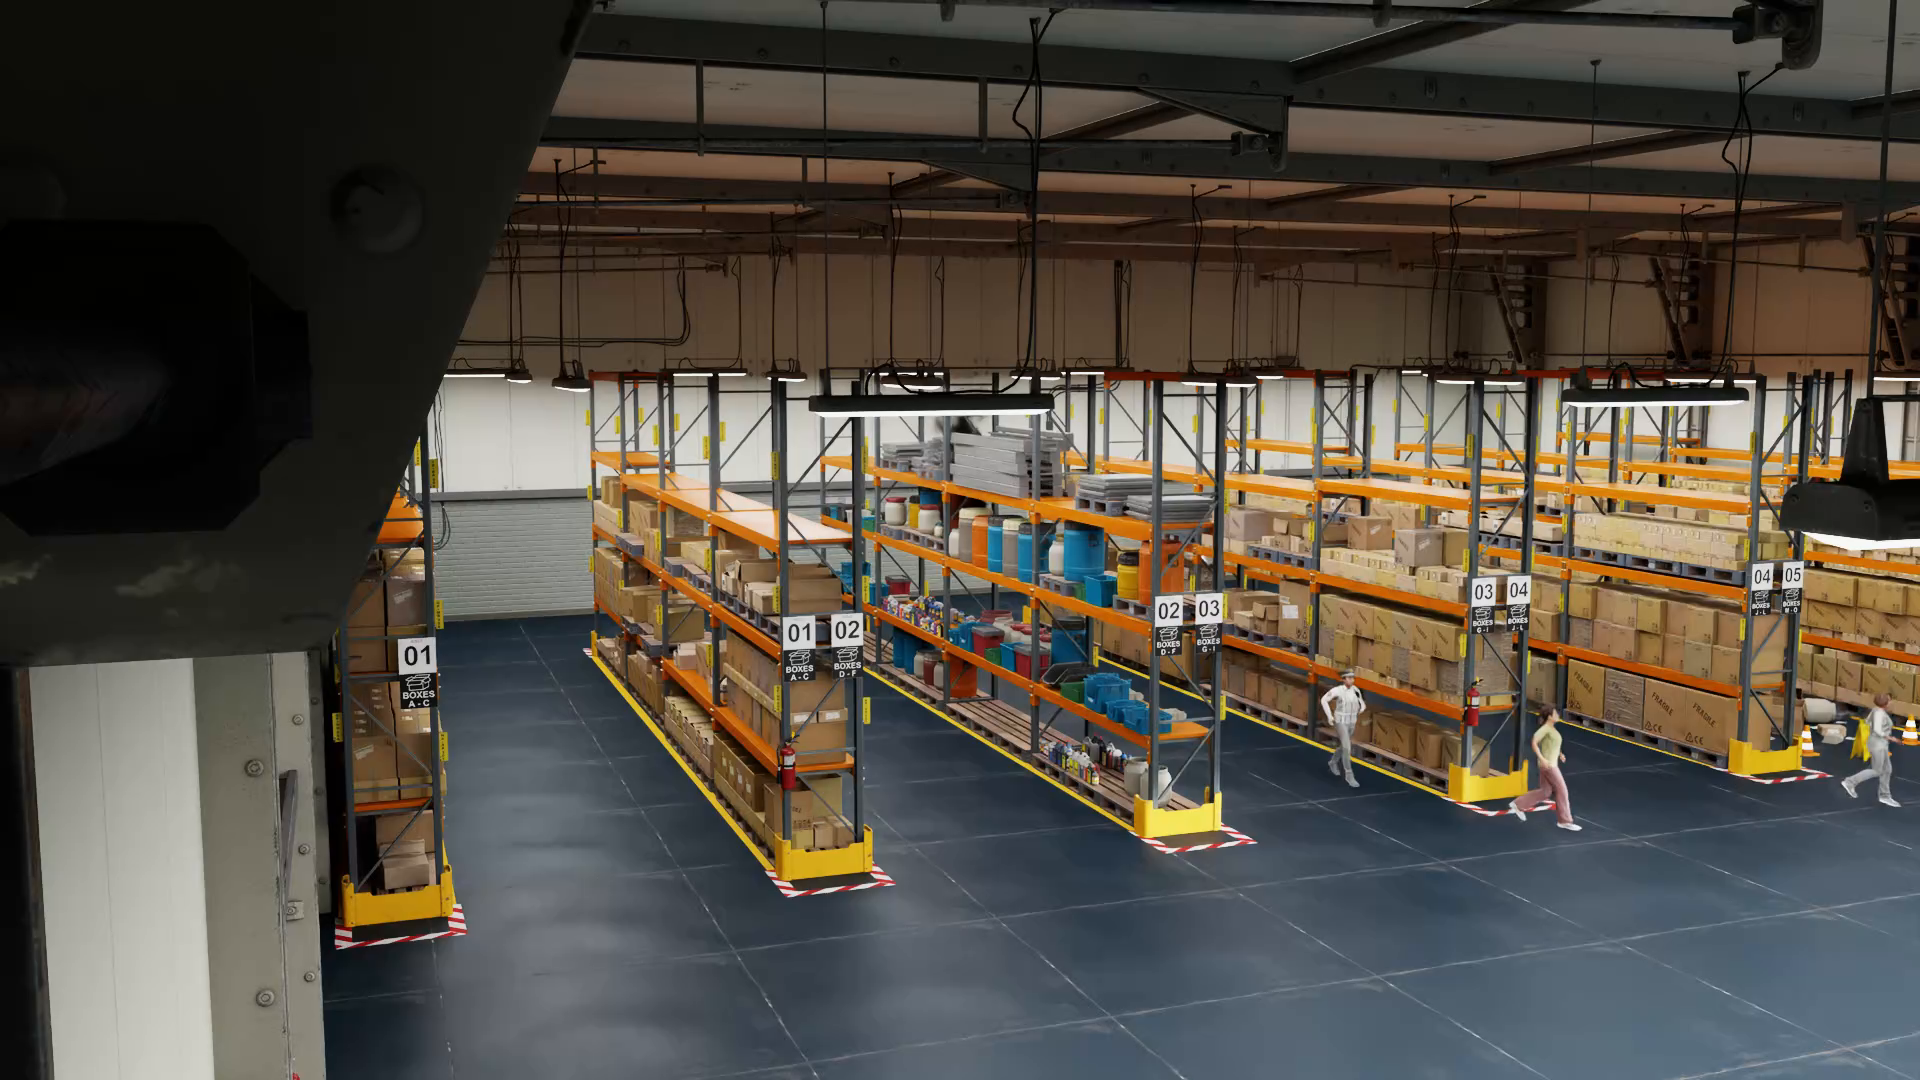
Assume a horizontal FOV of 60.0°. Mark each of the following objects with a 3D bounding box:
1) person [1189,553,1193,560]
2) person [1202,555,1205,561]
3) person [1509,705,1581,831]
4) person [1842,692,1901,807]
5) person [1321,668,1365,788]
[{"bbox_3d":[5.377,1.151,38.750,0.792,1.747,0.708,-1,6,-11],"label":"person"},{"bbox_3d":[5.761,0.876,41.301,0.599,1.687,0.719,0,6,-4],"label":"person"},{"bbox_3d":[7.860,3.028,22.271,0.929,1.657,0.585,3,7,22],"label":"person"},{"bbox_3d":[12.894,2.935,23.454,0.743,1.606,0.566,3,7,28],"label":"person"},{"bbox_3d":[5.714,2.727,24.616,0.614,1.707,0.835,-3,7,-25],"label":"person"}]
